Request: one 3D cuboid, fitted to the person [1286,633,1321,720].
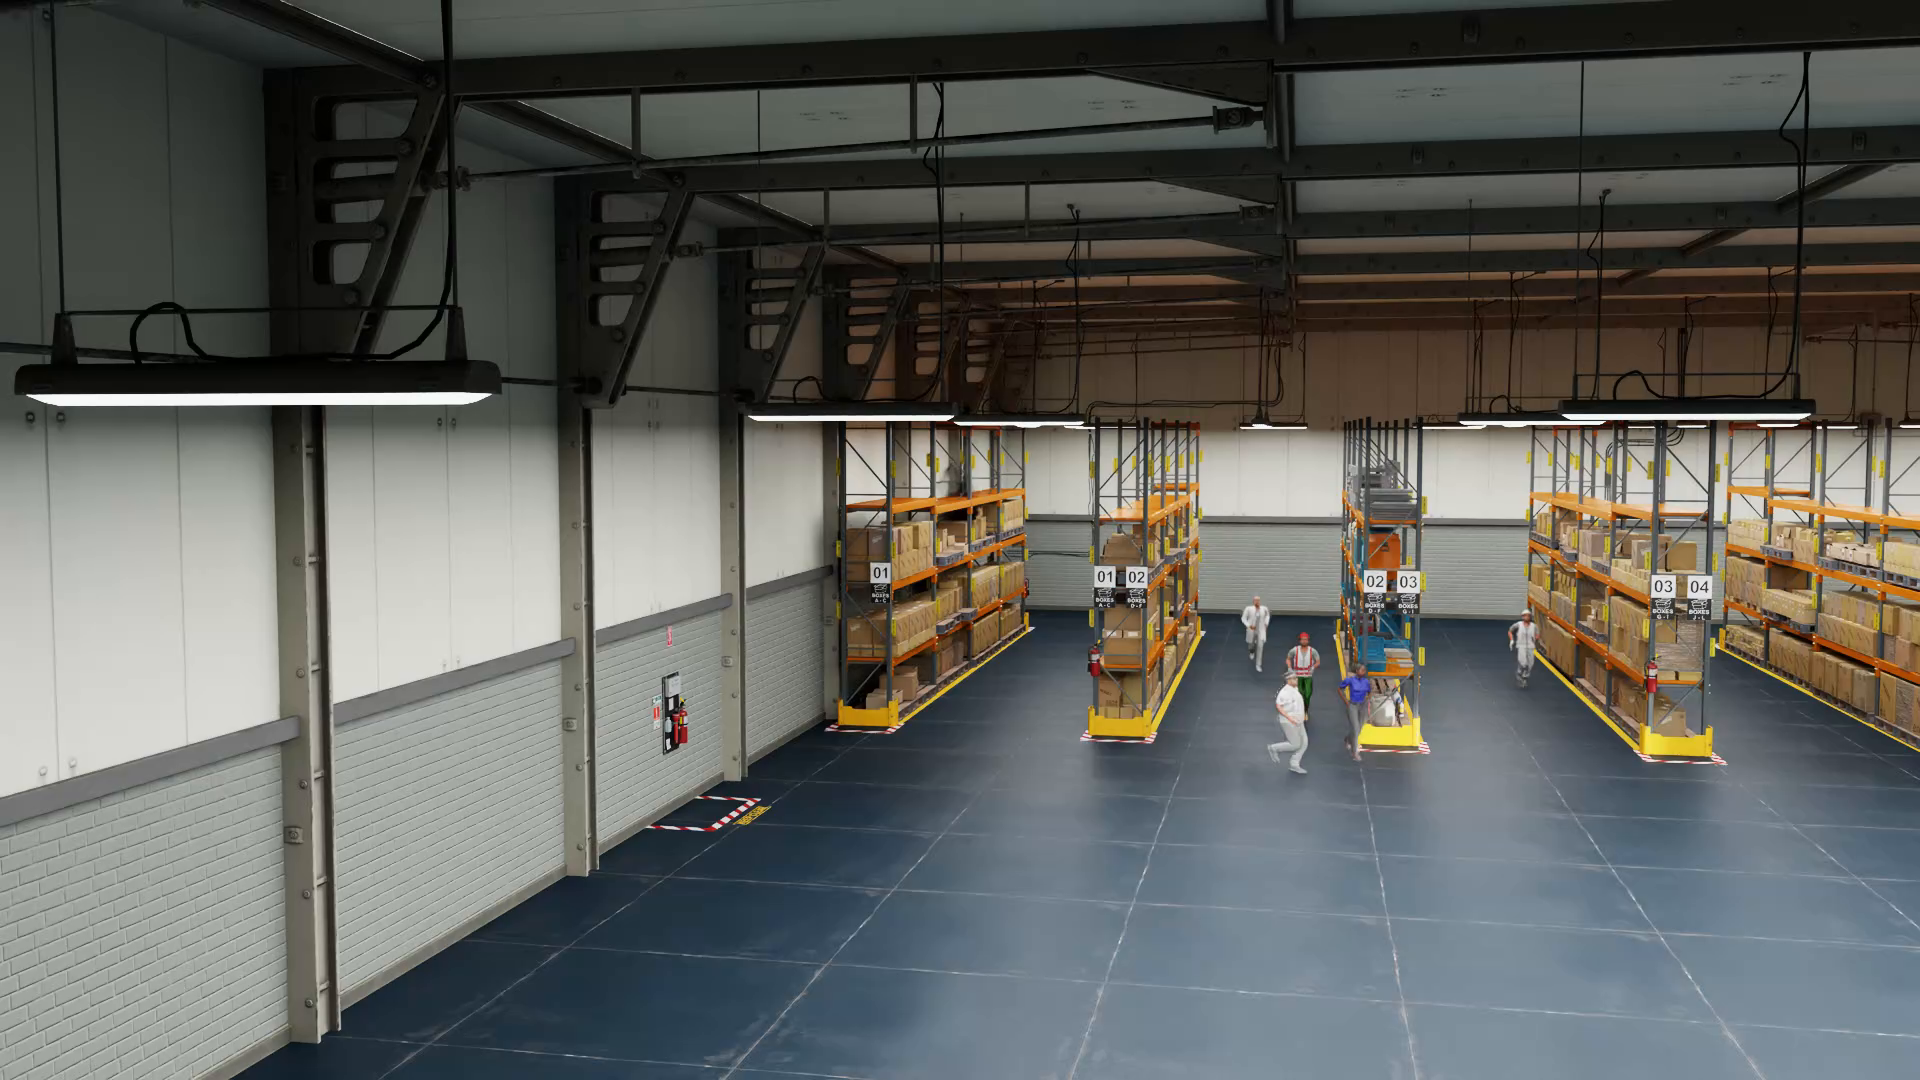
[{"bbox_3d":[6.815,2.716,32.985,0.664,1.744,0.583,1,4,9],"label":"person"}]

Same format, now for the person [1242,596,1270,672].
[{"bbox_3d":[7.161,2.248,40.296,0.680,1.780,1.190,1,4,9],"label":"person"}]

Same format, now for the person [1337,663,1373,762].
[{"bbox_3d":[7.017,3.003,29.355,0.602,1.648,0.919,-2,4,-22],"label":"person"}]

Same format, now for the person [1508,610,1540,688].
[{"bbox_3d":[12.574,2.427,36.966,0.641,1.754,0.667,0,4,4],"label":"person"}]

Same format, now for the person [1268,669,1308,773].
[{"bbox_3d":[5.559,3.044,28.068,0.657,1.749,0.671,3,5,35],"label":"person"}]
